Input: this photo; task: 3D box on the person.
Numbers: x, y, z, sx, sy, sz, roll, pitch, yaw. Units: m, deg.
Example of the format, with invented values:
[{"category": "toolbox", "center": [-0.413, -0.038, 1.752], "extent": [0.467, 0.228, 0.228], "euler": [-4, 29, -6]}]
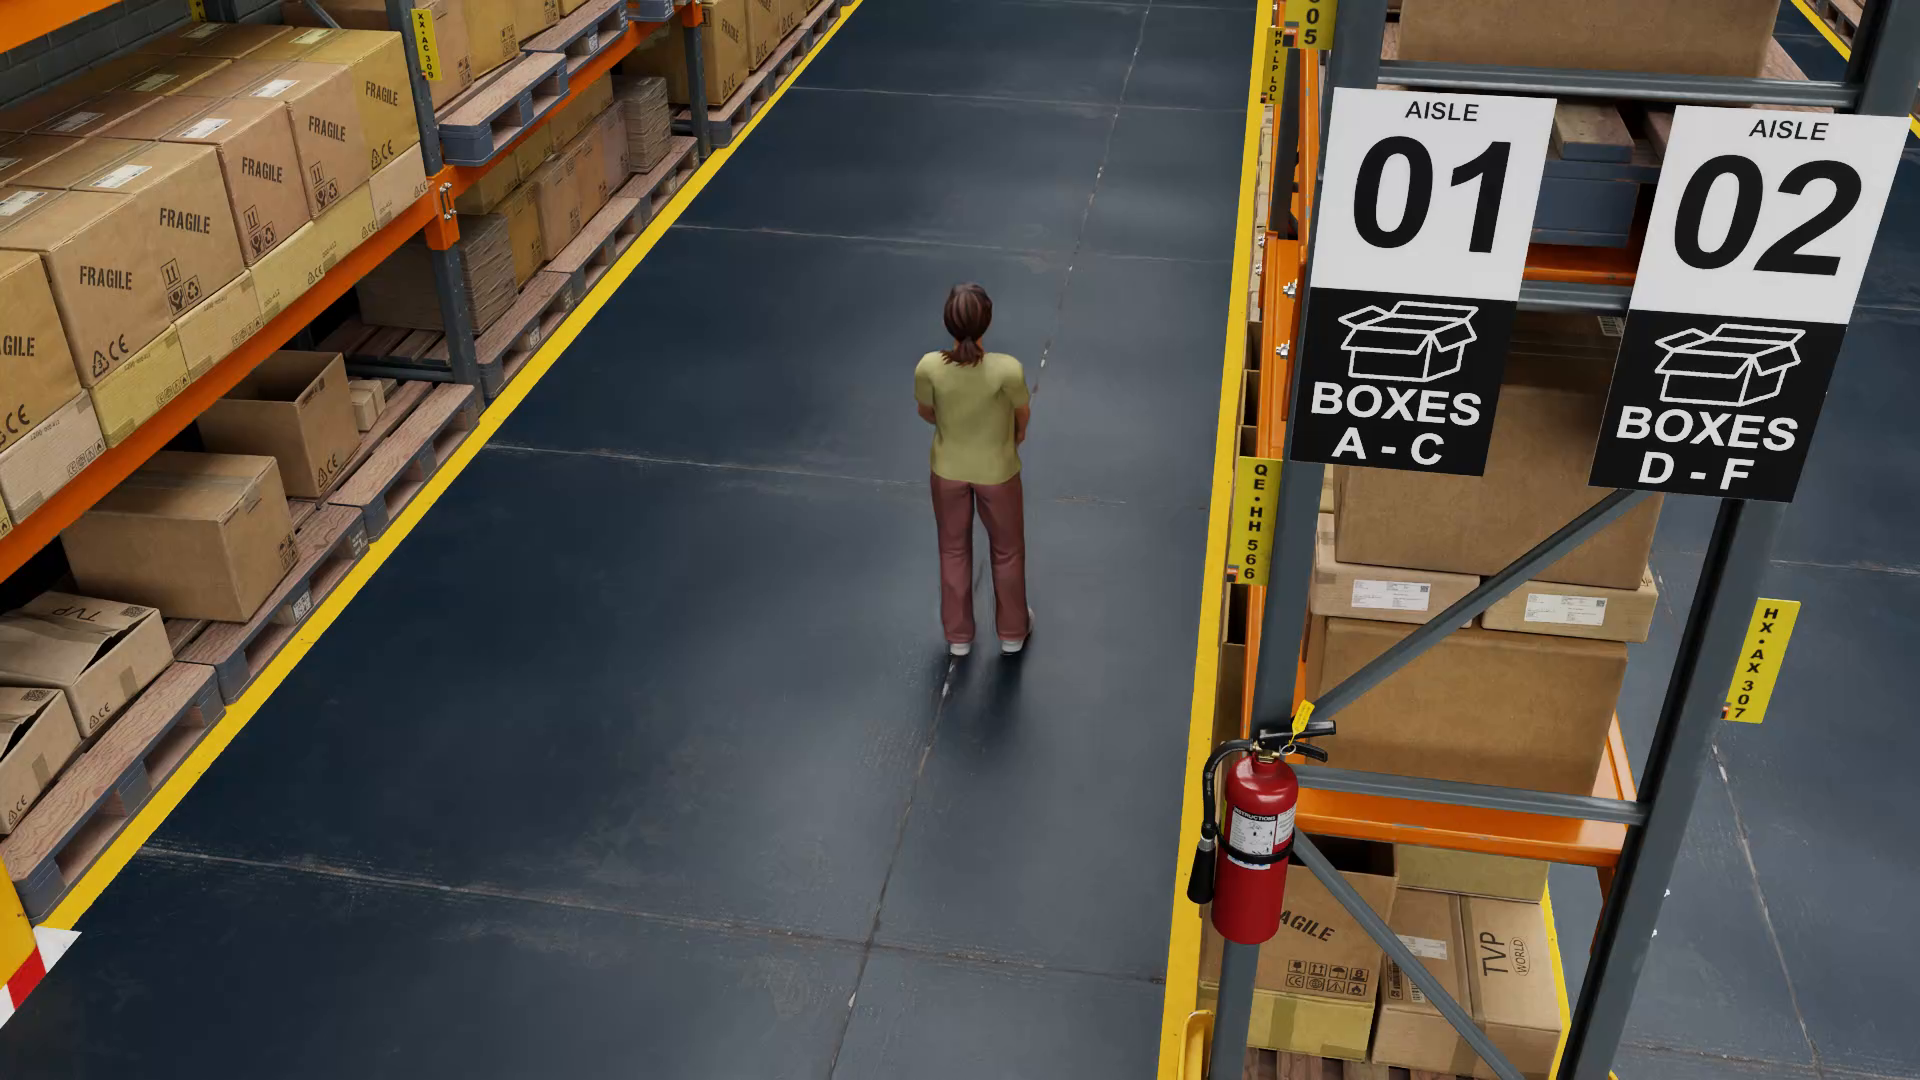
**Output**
[{"category": "person", "center": [0.063, -0.282, 6.579], "extent": [0.463, 1.676, 0.519], "euler": [5, 33, 8]}]
